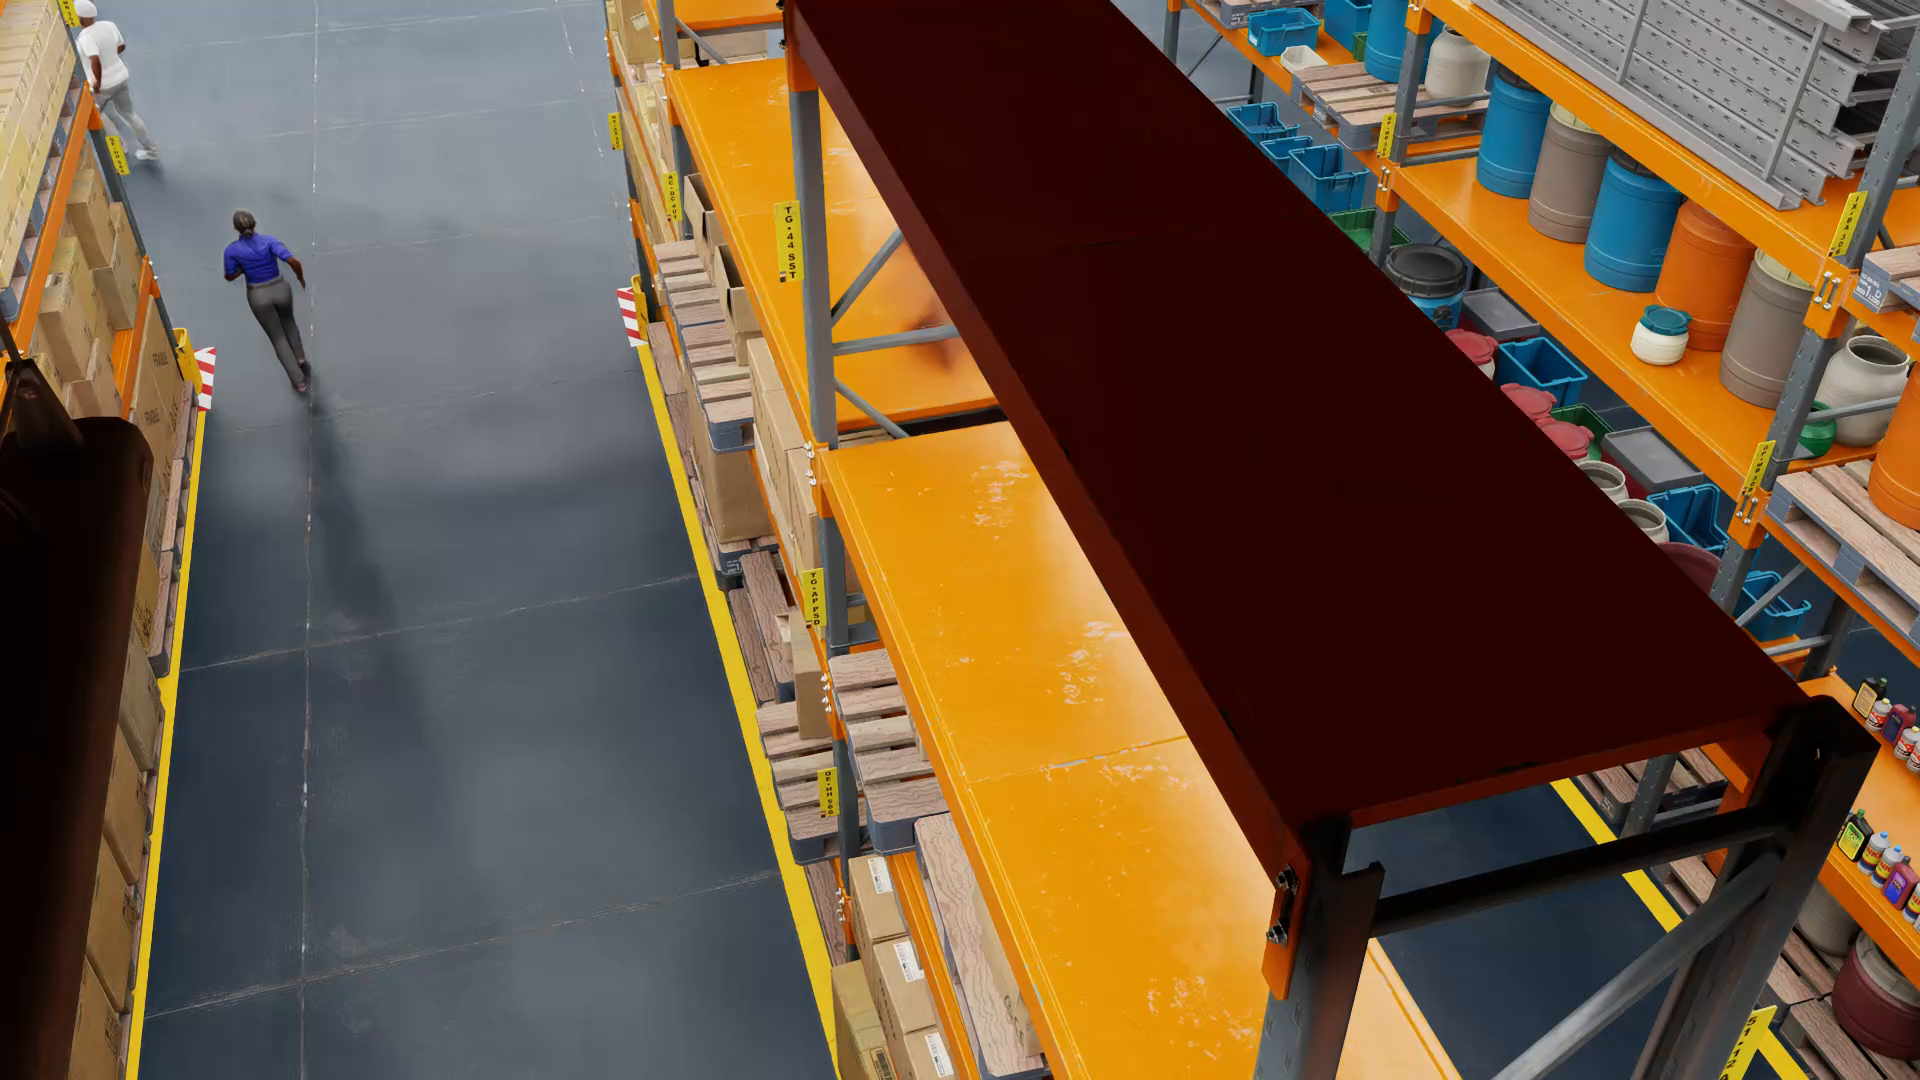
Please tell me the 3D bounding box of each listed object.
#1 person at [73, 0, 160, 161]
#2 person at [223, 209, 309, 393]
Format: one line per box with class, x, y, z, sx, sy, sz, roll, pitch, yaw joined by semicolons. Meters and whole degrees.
person;-8.958;-4.803;17.493;0.733;1.802;0.679;14;41;17
person;-5.811;-2.009;14.044;0.593;1.711;0.760;-23;44;-27
